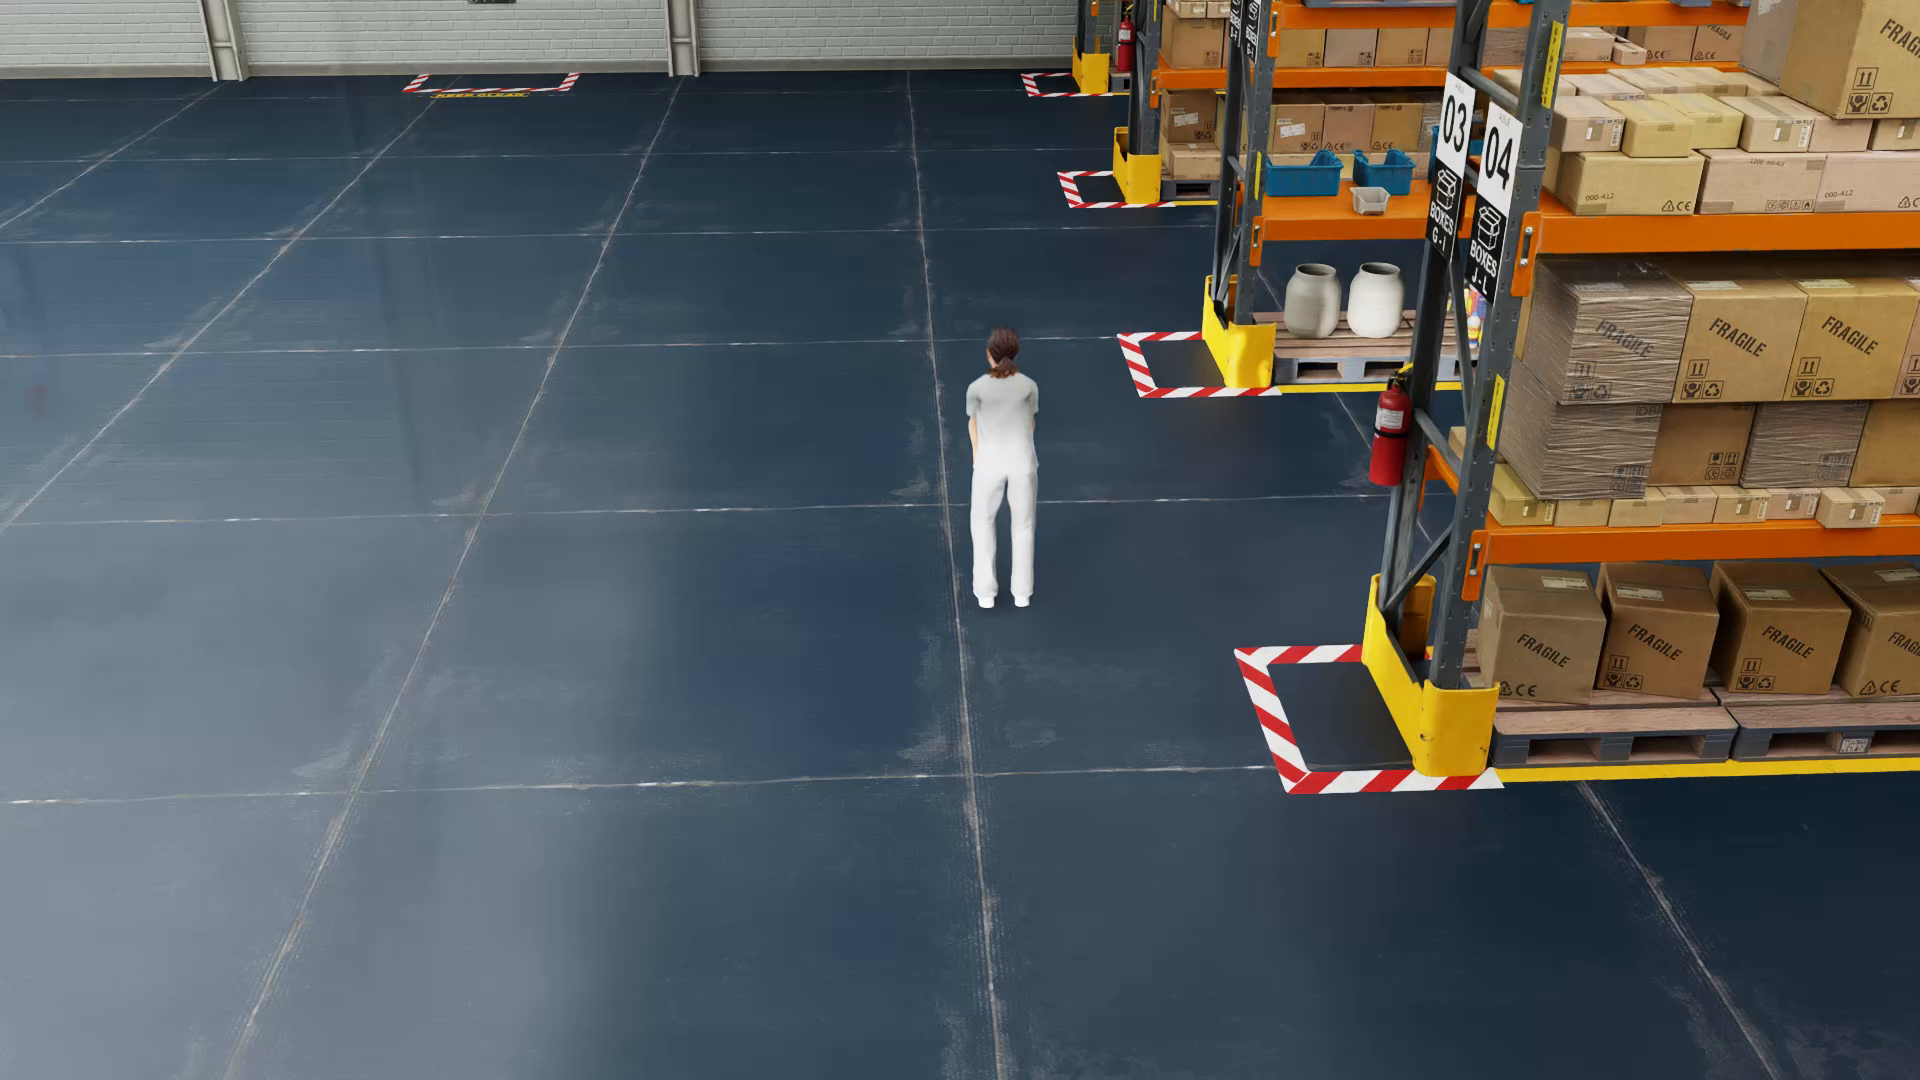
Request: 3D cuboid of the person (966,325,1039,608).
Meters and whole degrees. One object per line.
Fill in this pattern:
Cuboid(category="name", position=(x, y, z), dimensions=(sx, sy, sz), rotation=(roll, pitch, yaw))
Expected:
Cuboid(category="person", position=(0.237, -0.431, 9.470), dimensions=(0.411, 1.656, 0.519), rotation=(-2, 28, -4))
